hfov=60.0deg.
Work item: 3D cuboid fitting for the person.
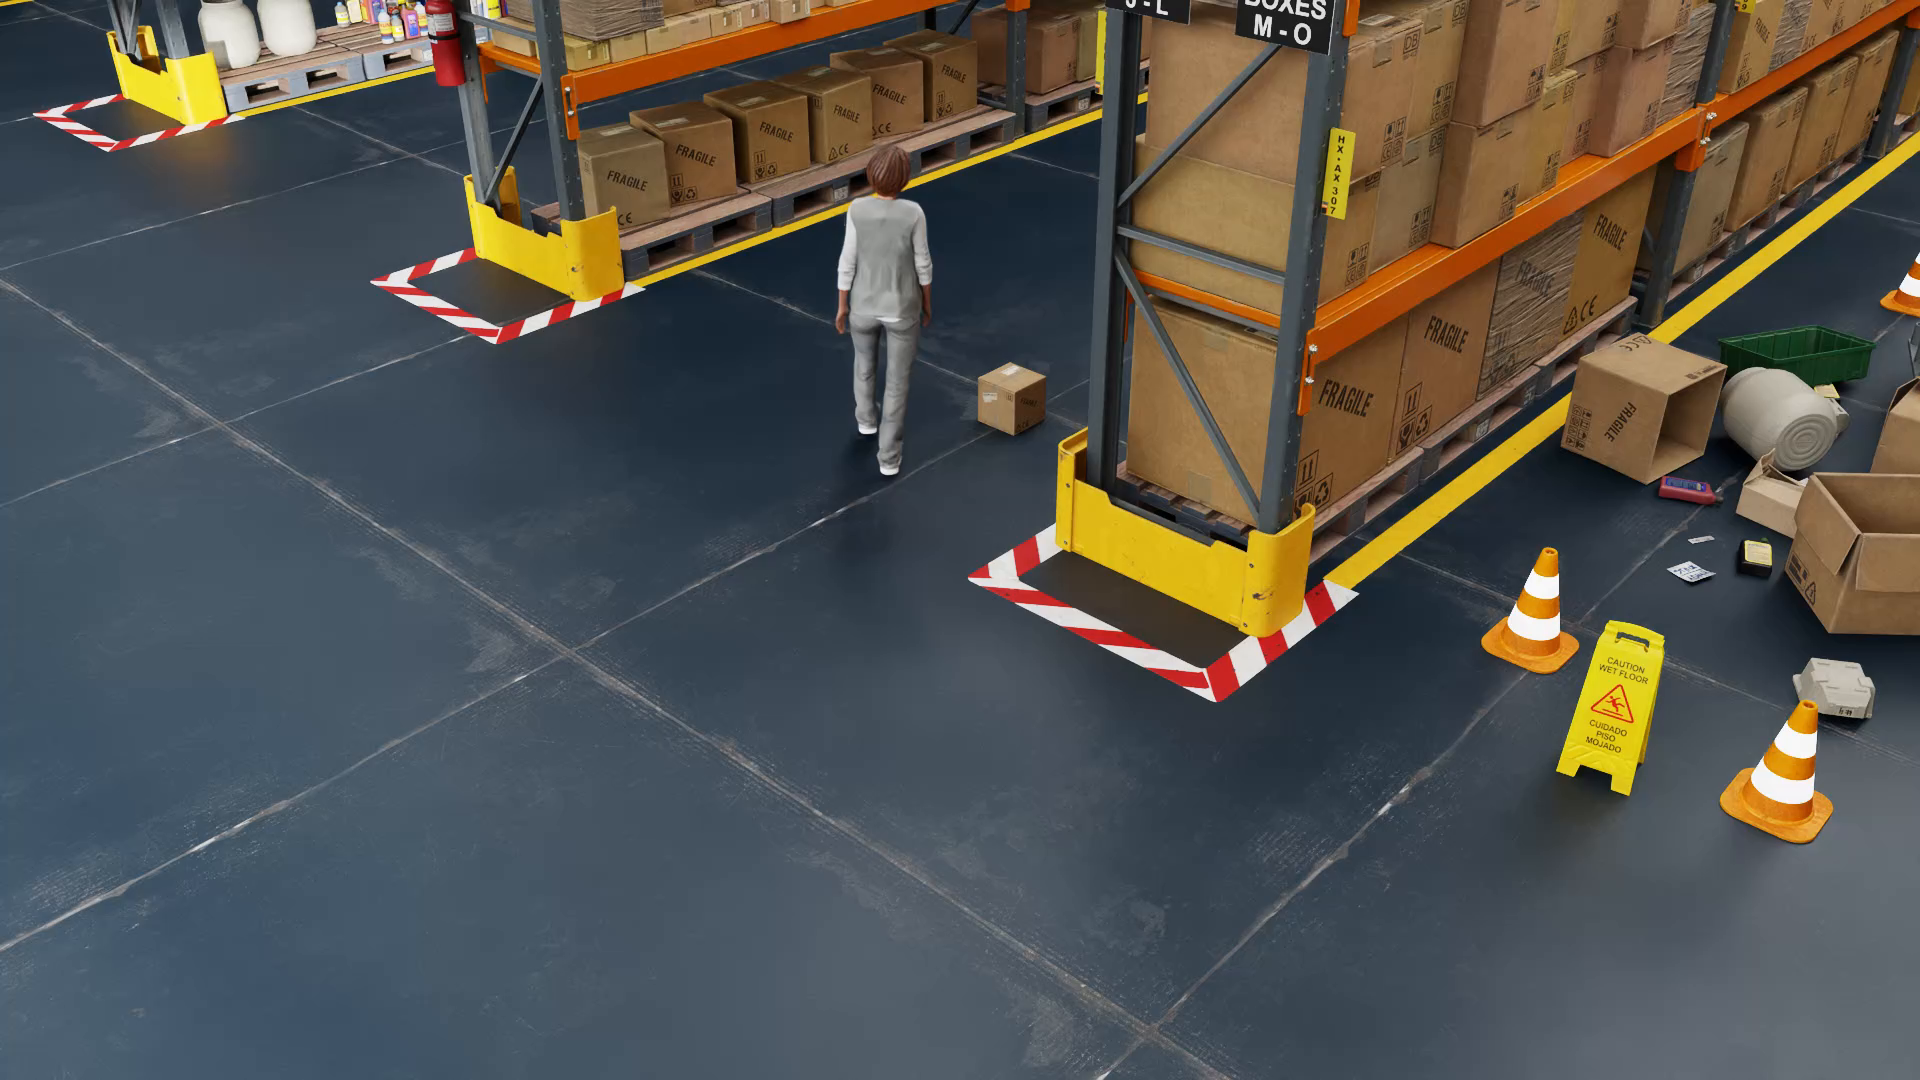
[{"bbox_3d":[-0.343,-1.124,7.947,0.459,1.578,0.636,6,32,9],"label":"person"}]
